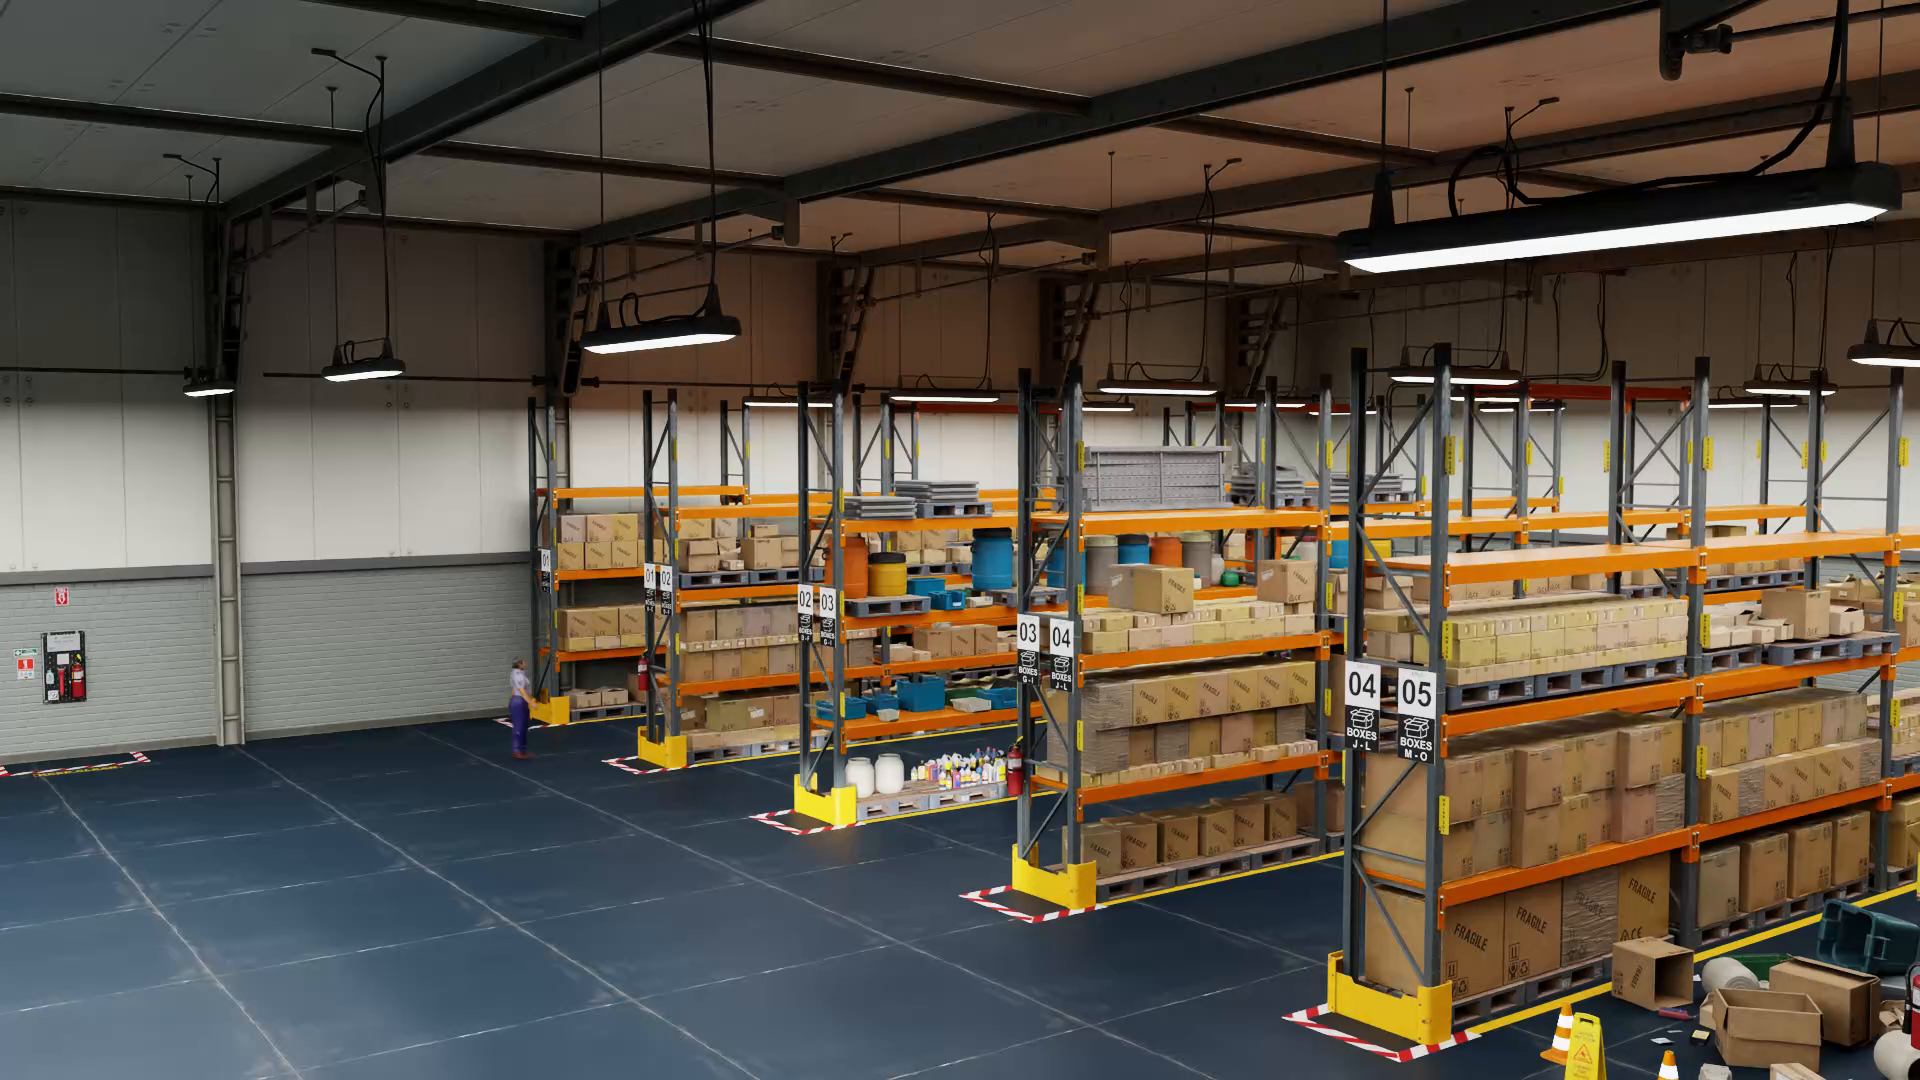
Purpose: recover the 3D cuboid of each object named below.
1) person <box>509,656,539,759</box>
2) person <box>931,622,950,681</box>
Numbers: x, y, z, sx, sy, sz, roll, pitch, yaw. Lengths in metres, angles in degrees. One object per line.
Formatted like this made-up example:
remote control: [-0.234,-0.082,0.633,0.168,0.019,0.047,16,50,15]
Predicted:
person: [-7.101,2.734,27.176,0.518,1.671,0.530,0,3,-3]
person: [-0.394,2.095,33.694,0.406,1.787,0.562,2,4,27]
